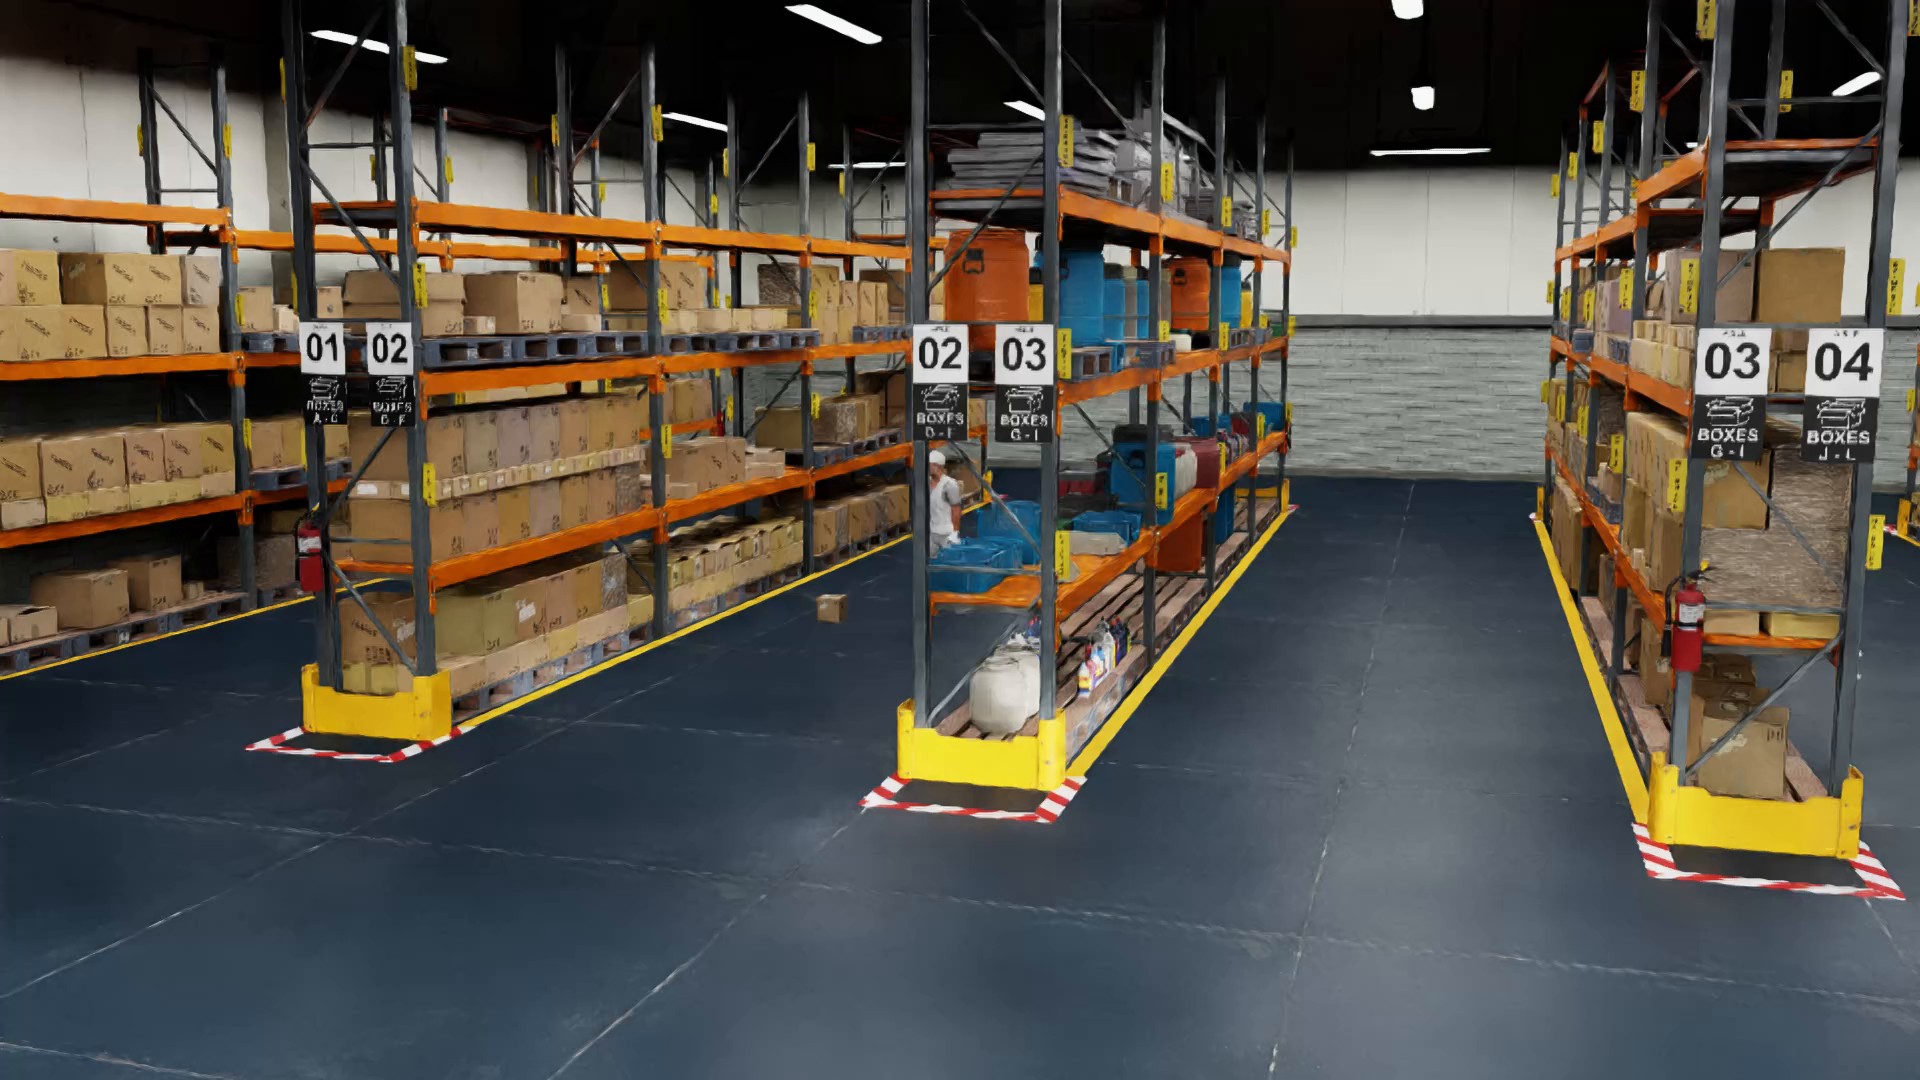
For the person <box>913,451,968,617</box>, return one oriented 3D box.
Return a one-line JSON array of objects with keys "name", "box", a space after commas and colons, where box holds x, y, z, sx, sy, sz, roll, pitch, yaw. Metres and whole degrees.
[{"name": "person", "box": [-0.189, -0.061, 17.682, 0.585, 1.781, 0.566, -8, 11, -43]}]
